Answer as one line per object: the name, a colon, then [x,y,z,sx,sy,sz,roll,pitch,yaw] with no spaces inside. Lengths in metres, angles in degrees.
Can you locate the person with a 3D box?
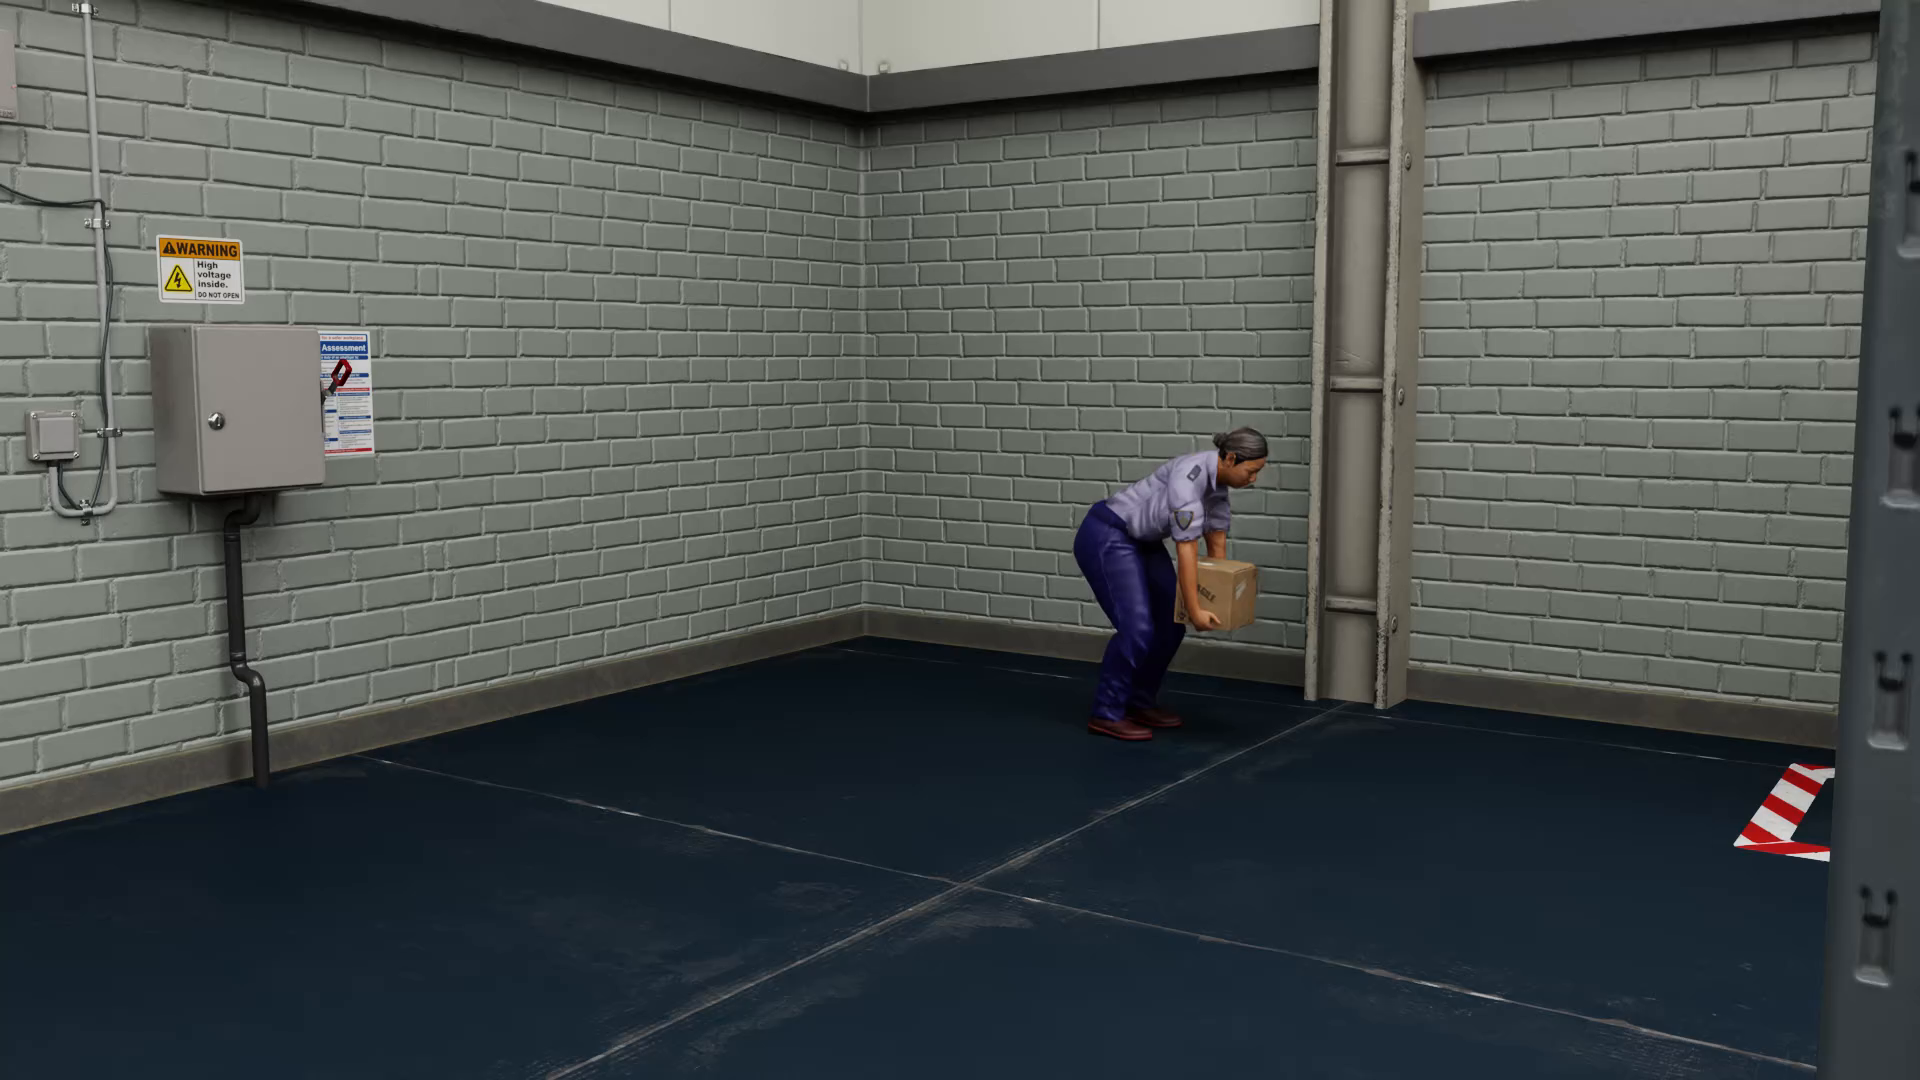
person: [0.892,0.192,7.000,0.814,1.290,0.467,4,8,32]
